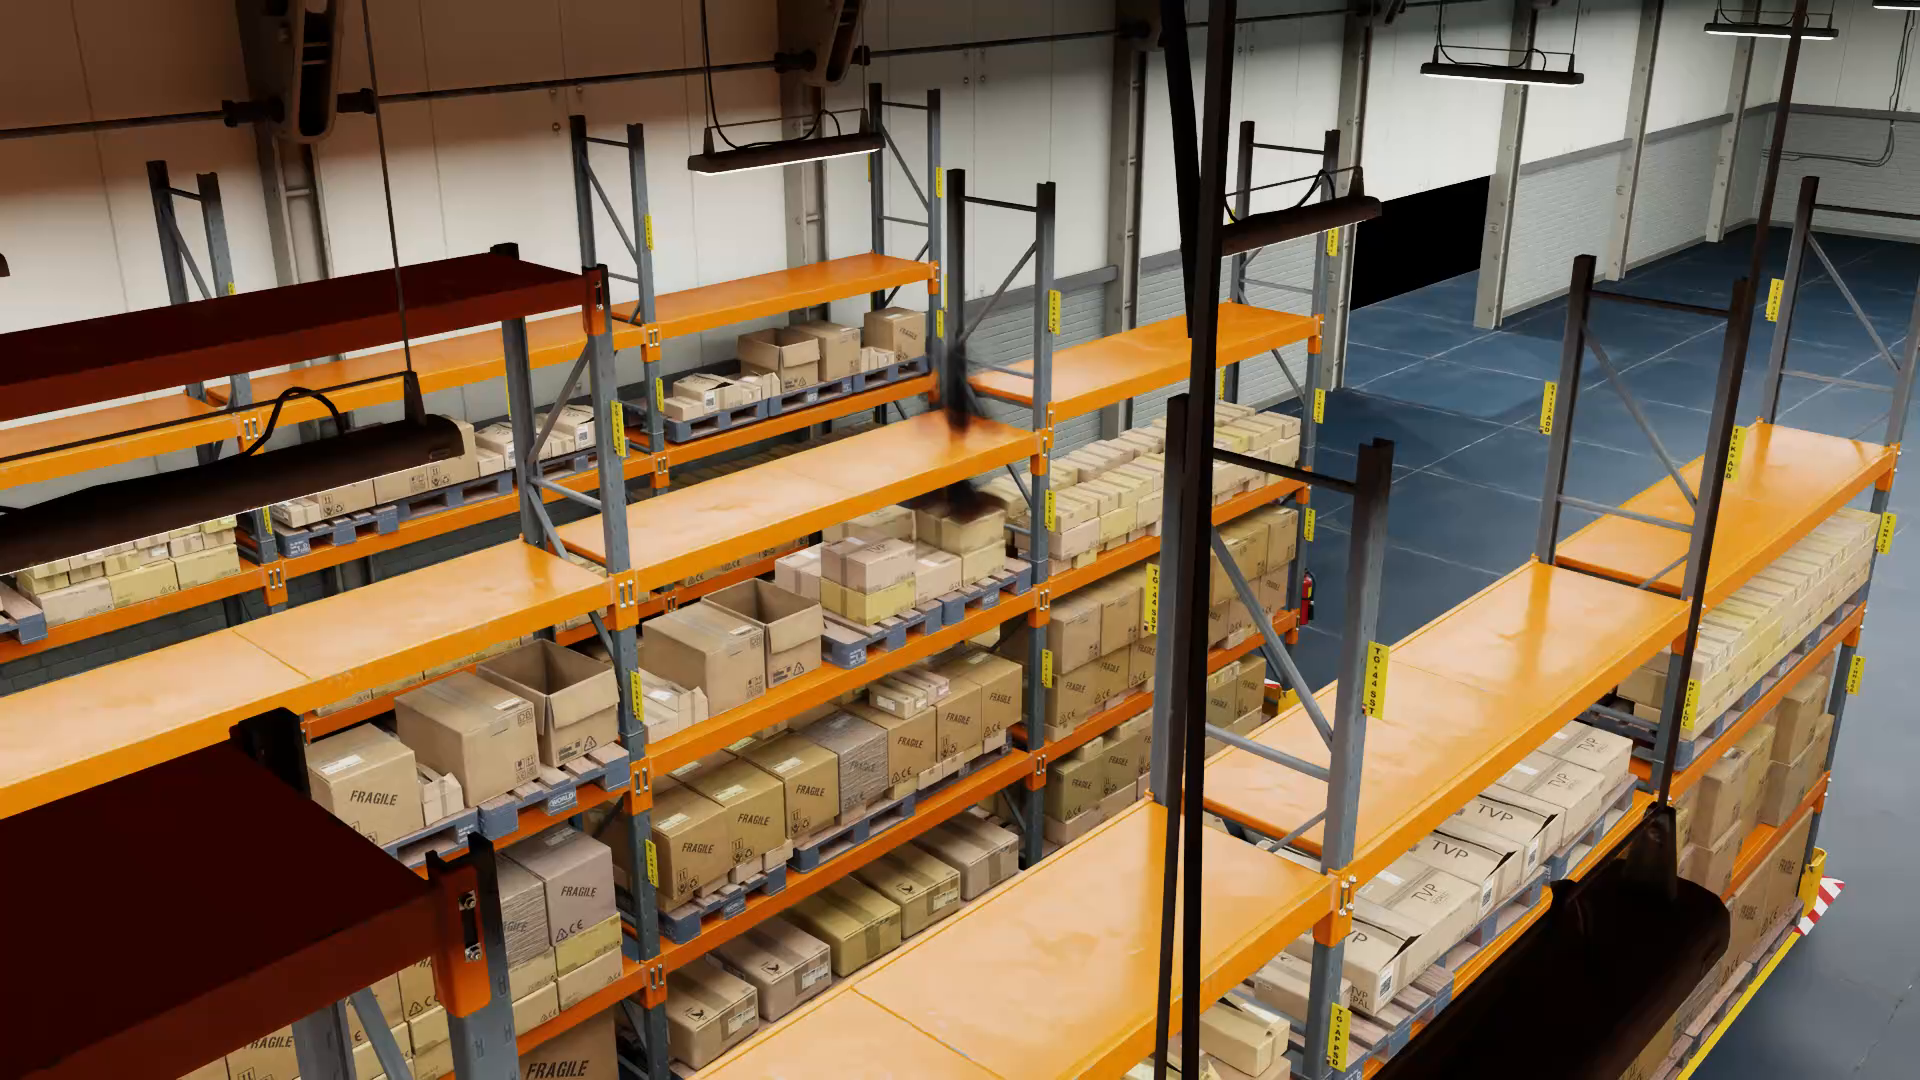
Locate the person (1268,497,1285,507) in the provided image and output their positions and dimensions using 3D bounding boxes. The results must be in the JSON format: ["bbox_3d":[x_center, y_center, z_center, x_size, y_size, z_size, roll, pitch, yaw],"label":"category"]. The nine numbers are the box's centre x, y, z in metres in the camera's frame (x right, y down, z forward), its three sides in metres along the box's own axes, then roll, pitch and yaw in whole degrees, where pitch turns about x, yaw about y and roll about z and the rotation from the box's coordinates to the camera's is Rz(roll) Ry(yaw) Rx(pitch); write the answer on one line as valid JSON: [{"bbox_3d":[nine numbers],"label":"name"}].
[{"bbox_3d":[3.614,-0.077,20.168,0.570,1.547,0.881,12,24,28],"label":"person"}]
